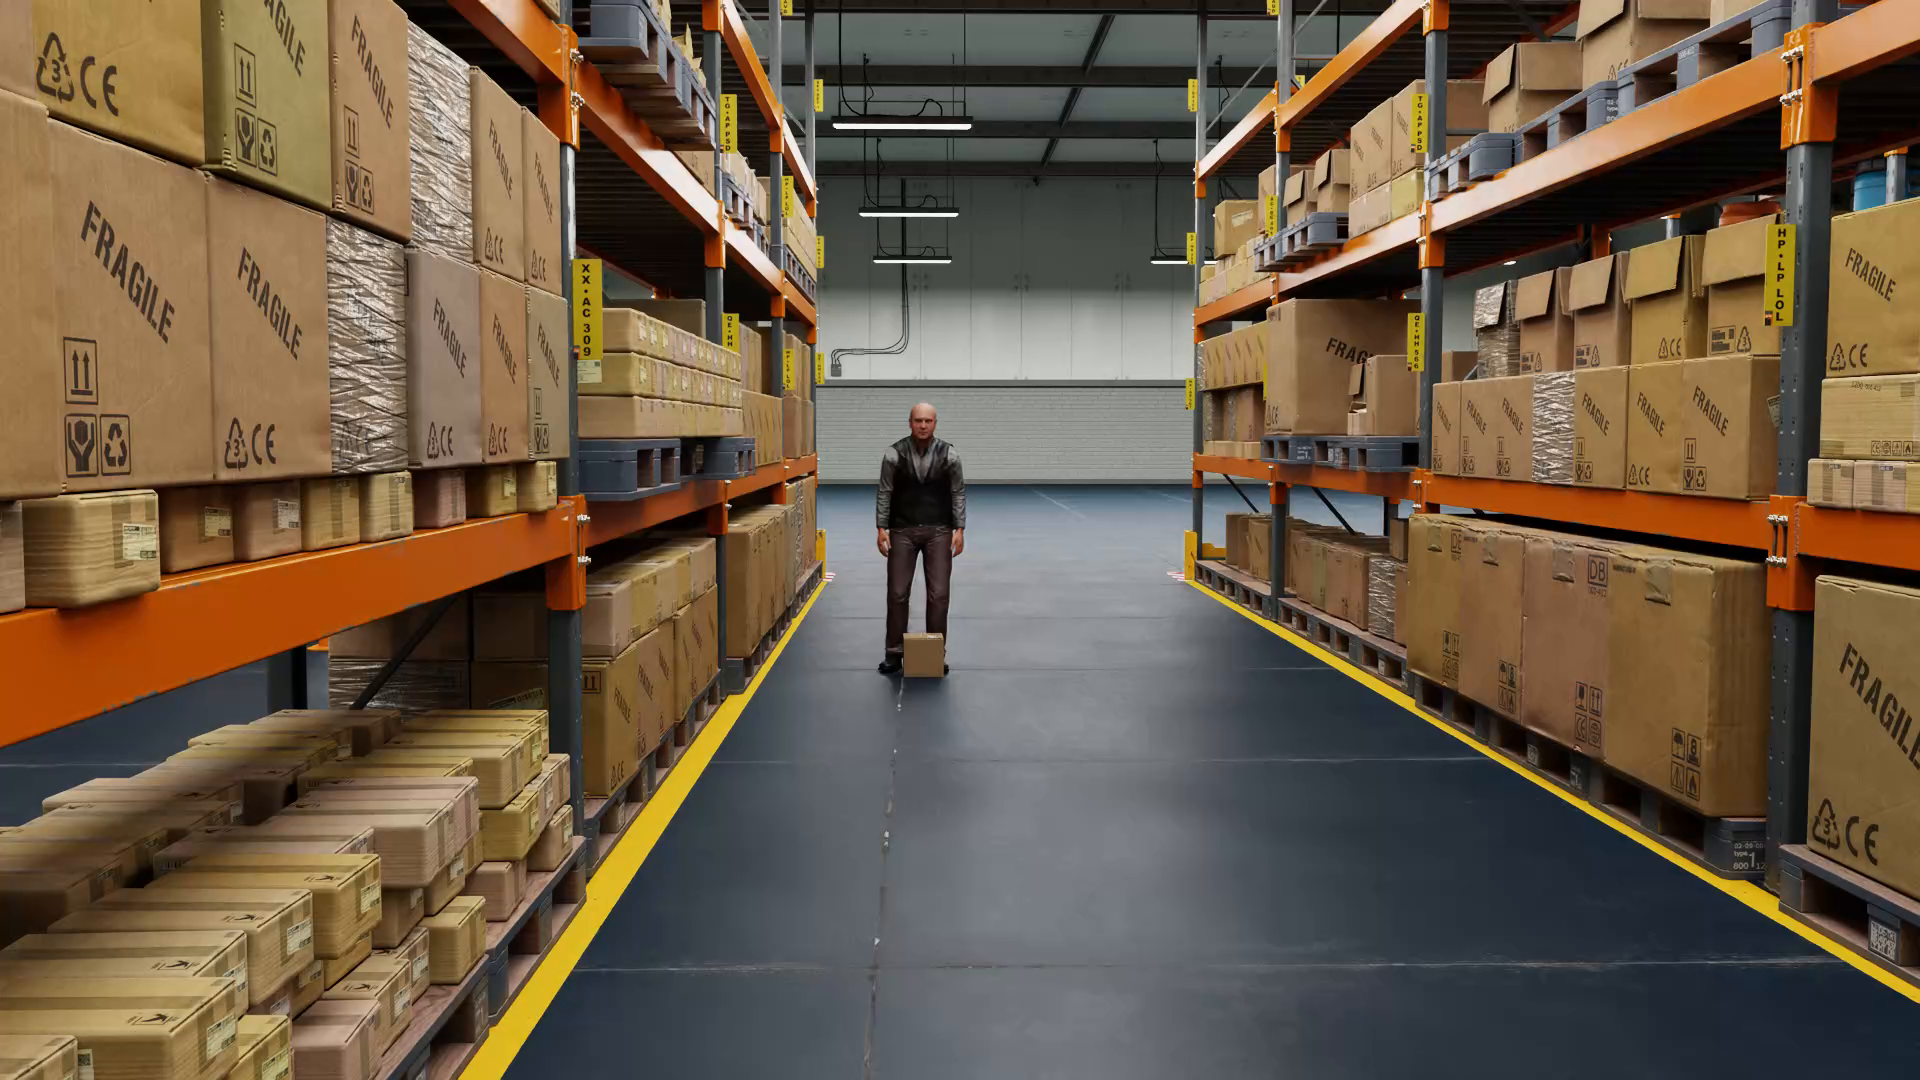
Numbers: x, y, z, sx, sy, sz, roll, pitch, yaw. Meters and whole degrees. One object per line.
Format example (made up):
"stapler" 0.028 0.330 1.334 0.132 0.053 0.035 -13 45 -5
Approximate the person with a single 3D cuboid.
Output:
"person" -0.252 -0.022 10.735 0.580 1.721 0.460 0 4 -1
